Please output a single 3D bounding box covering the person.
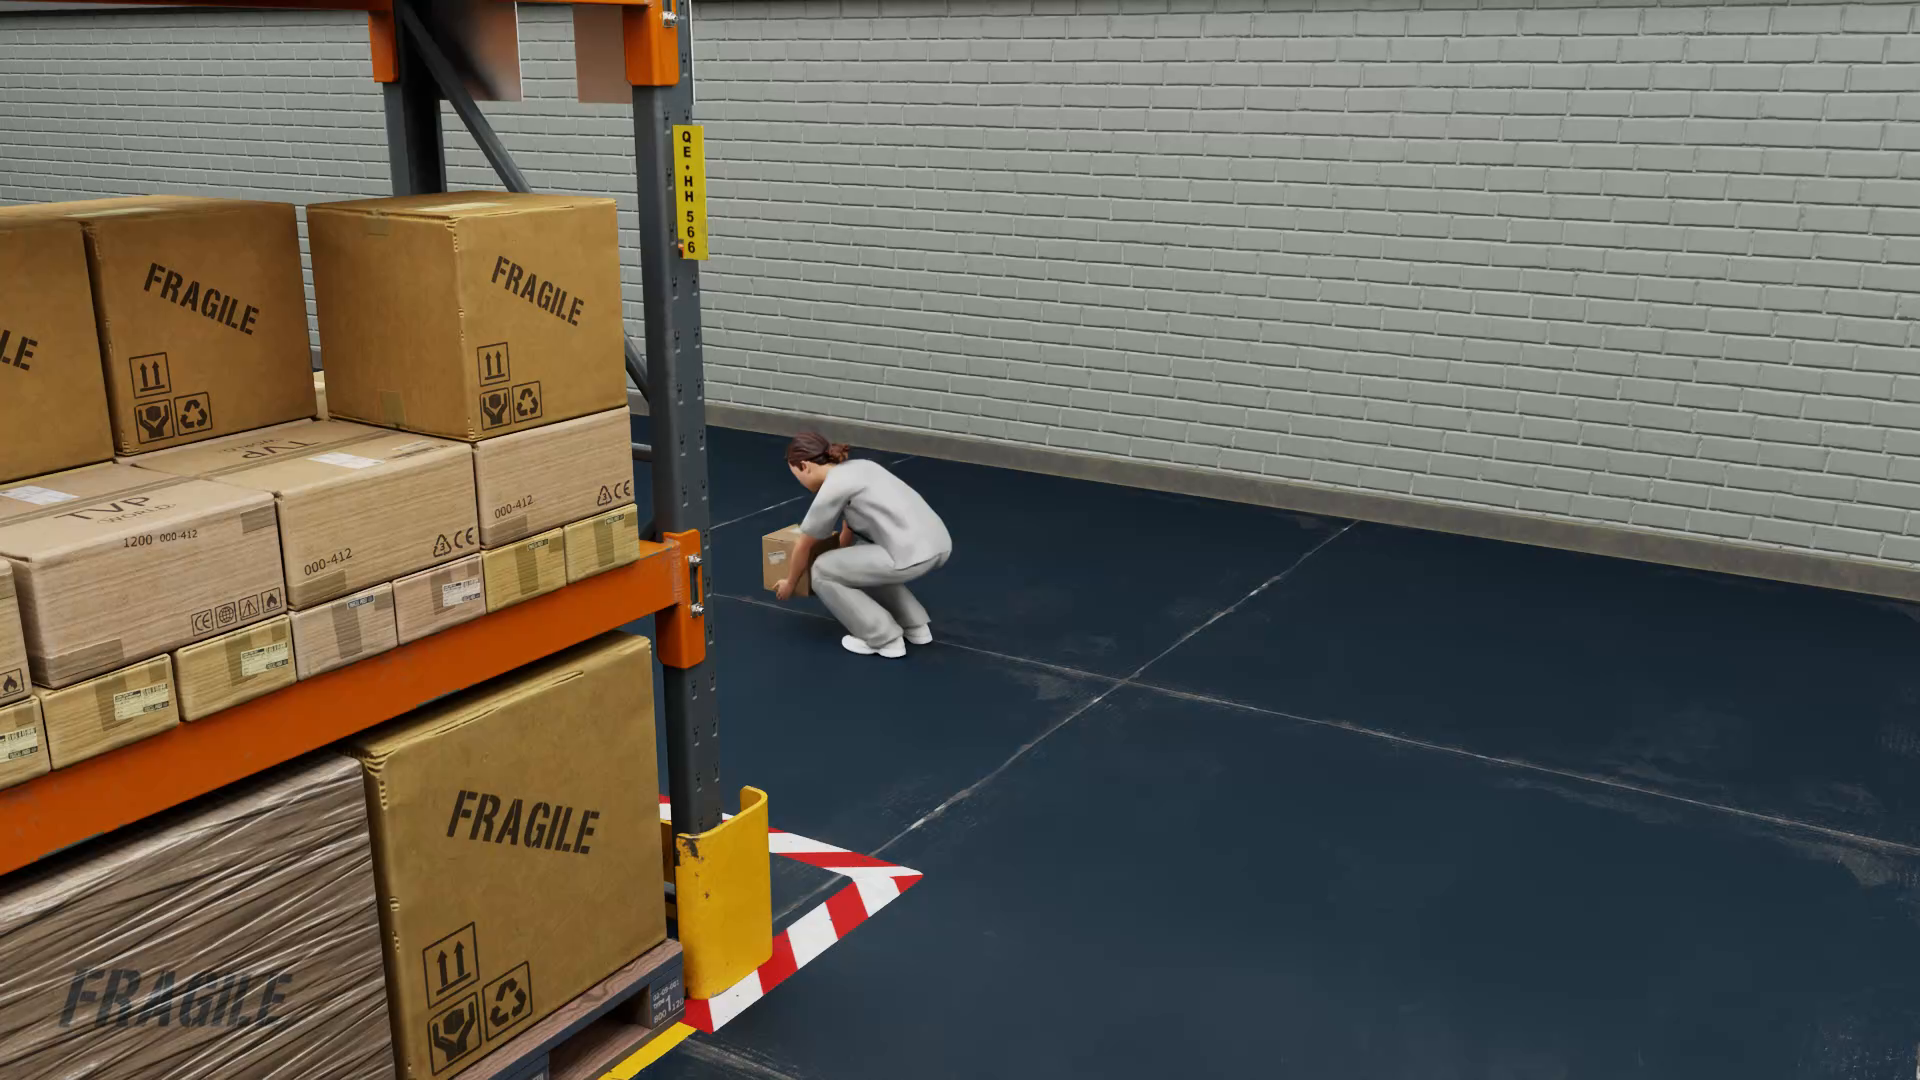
[{"bbox_3d":[-0.441,0.012,7.322,0.804,0.938,0.465,10,19,30],"label":"person"}]
